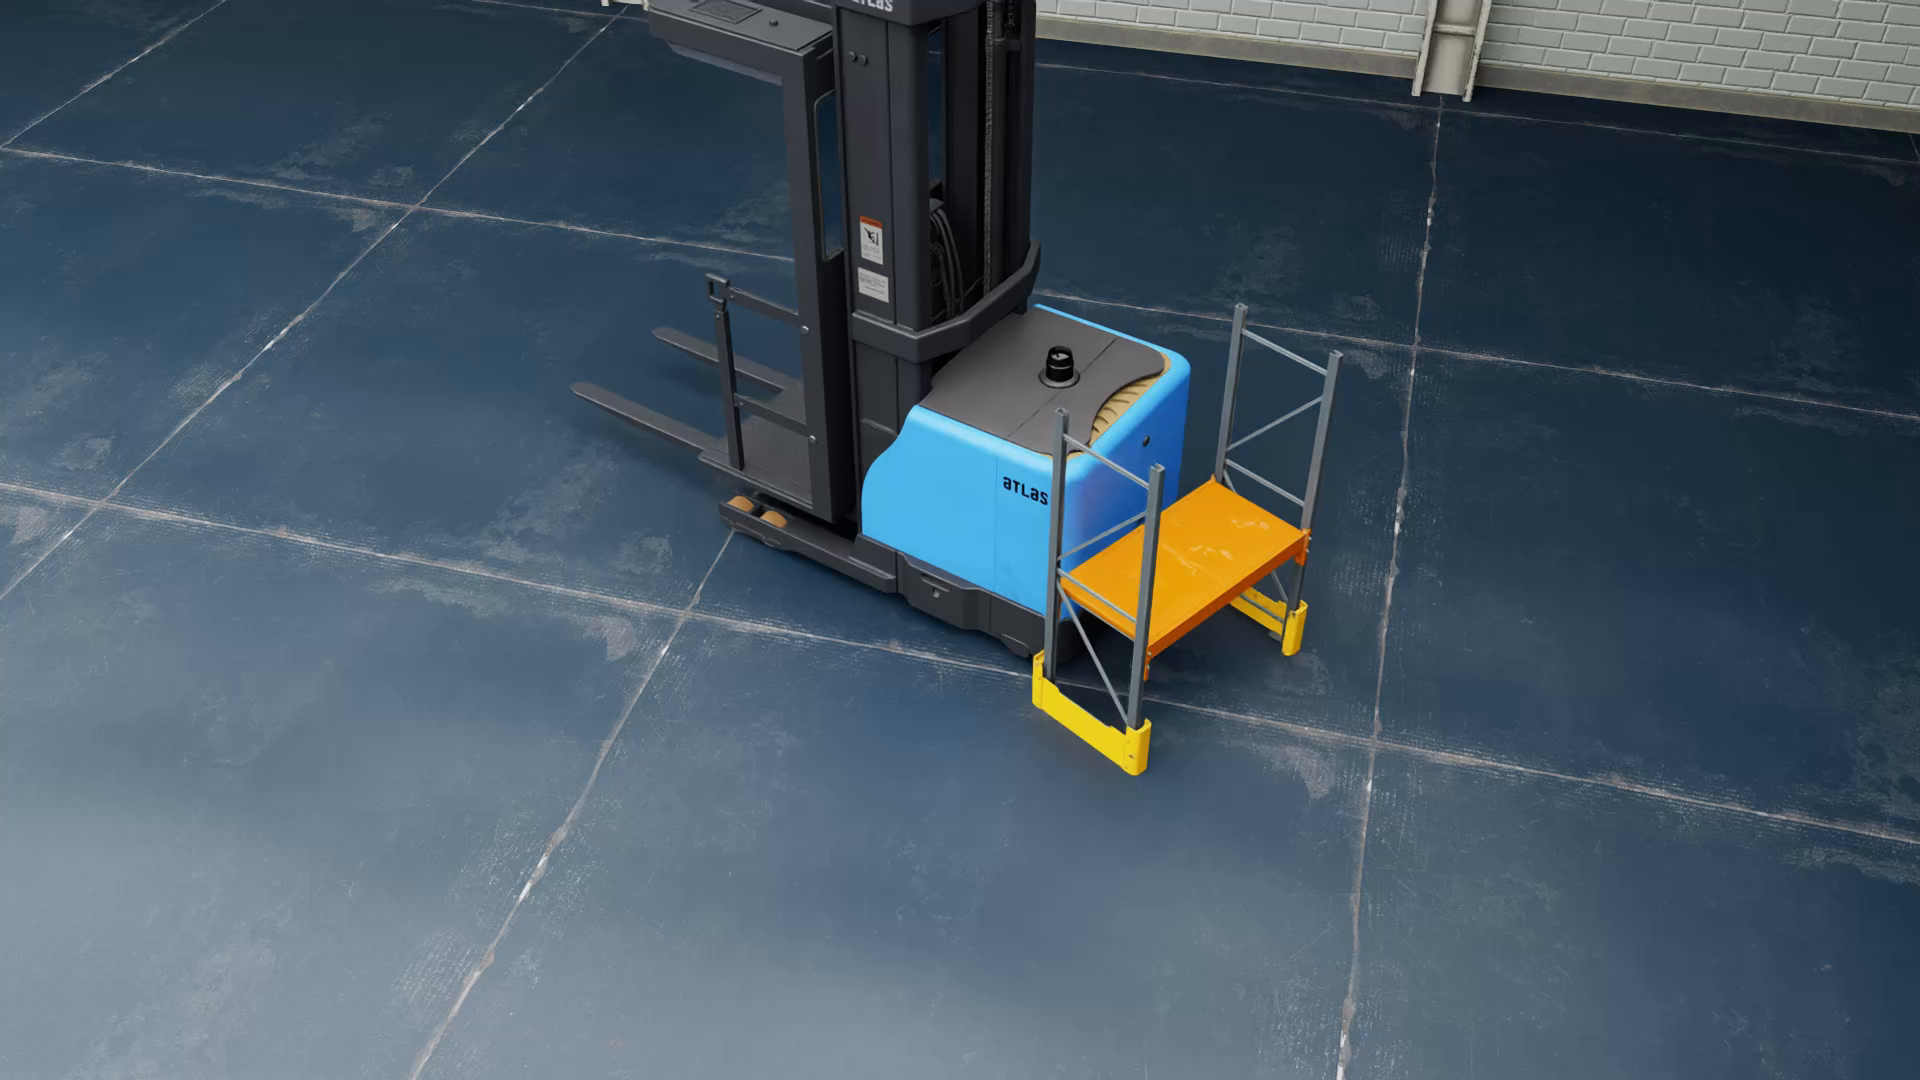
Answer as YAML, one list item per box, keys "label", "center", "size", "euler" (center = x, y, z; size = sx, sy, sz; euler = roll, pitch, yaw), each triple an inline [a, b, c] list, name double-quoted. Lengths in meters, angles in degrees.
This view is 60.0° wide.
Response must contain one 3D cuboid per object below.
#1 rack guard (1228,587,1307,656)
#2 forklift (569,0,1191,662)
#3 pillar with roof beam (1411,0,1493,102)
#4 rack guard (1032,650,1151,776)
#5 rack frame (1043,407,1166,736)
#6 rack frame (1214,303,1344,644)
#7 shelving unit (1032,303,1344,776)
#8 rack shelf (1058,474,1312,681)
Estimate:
- label: "rack guard"
  center: [1.246, 0.254, 7.253]
  size: [0.087, 0.250, 0.587]
  euler: [-31, 49, -32]
- label: "forklift"
  center: [-0.517, -1.348, 7.075]
  size: [3.031, 2.935, 1.130]
  euler: [24, 45, 25]
- label: "pillar with roof beam"
  center: [2.207, -3.875, 5.367]
  size: [0.400, 9.000, 9.100]
  euler: [10, 41, 11]
- label: "rack guard"
  center: [0.524, 0.696, 6.727]
  size: [0.087, 0.250, 0.587]
  euler: [-31, 49, -32]
- label: "rack frame"
  center: [0.523, 0.218, 6.324]
  size: [0.032, 1.500, 0.500]
  euler: [-31, 49, -32]
- label: "rack frame"
  center: [1.260, -0.233, 6.861]
  size: [0.032, 1.500, 0.500]
  euler: [-31, 49, -32]
- label: "shelving unit"
  center: [0.885, -0.003, 6.588]
  size: [1.083, 1.500, 0.587]
  euler: [-31, 49, -32]
- label: "rack shelf"
  center: [0.892, 0.130, 6.708]
  size: [1.000, 0.185, 0.538]
  euler: [-31, 49, -32]
